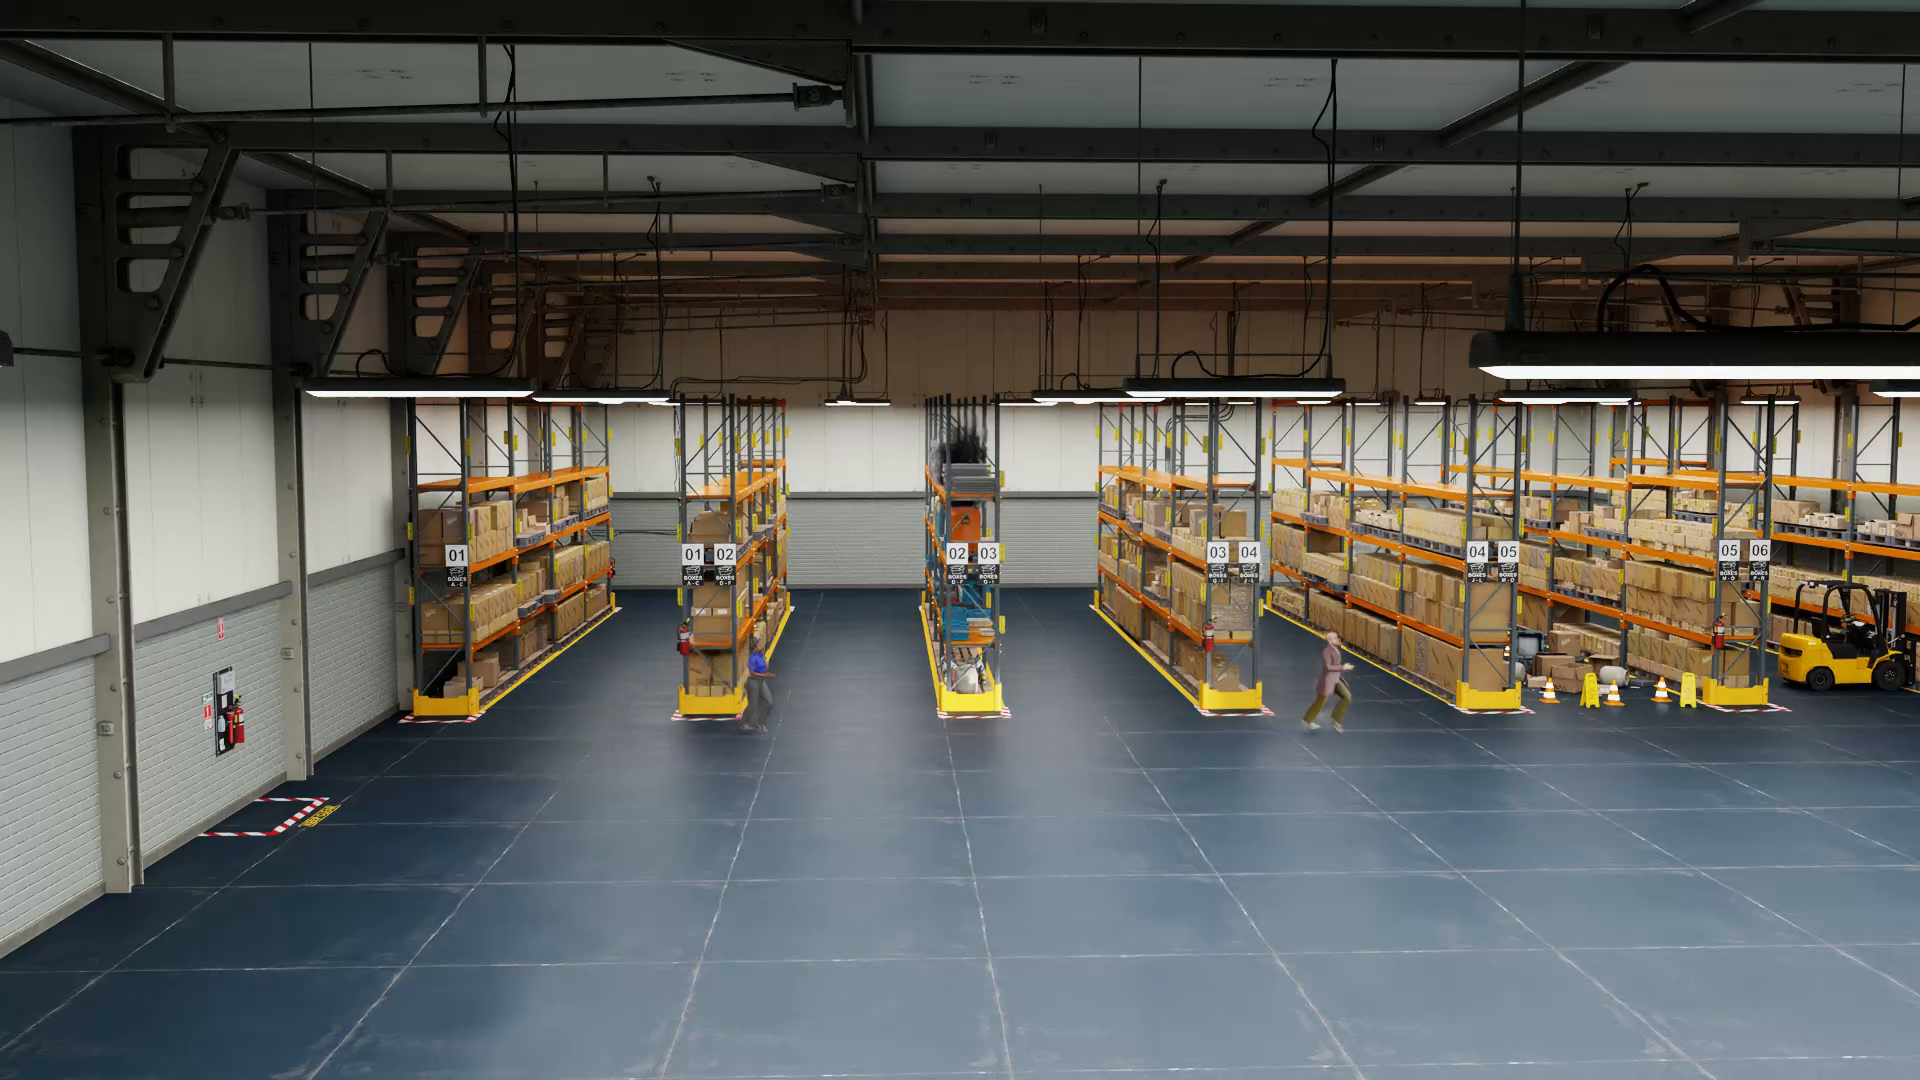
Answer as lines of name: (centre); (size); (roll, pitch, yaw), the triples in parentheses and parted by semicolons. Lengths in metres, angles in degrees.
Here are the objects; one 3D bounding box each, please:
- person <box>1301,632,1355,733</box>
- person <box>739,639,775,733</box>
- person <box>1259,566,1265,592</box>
person: (6.542, 2.616, 29.413); (0.960, 1.604, 0.728); (3, 6, 37)
person: (-3.561, 2.597, 29.325); (0.718, 1.705, 0.585); (2, 5, 24)
person: (7.824, 1.336, 44.563); (0.670, 1.818, 0.784); (0, 5, 1)
